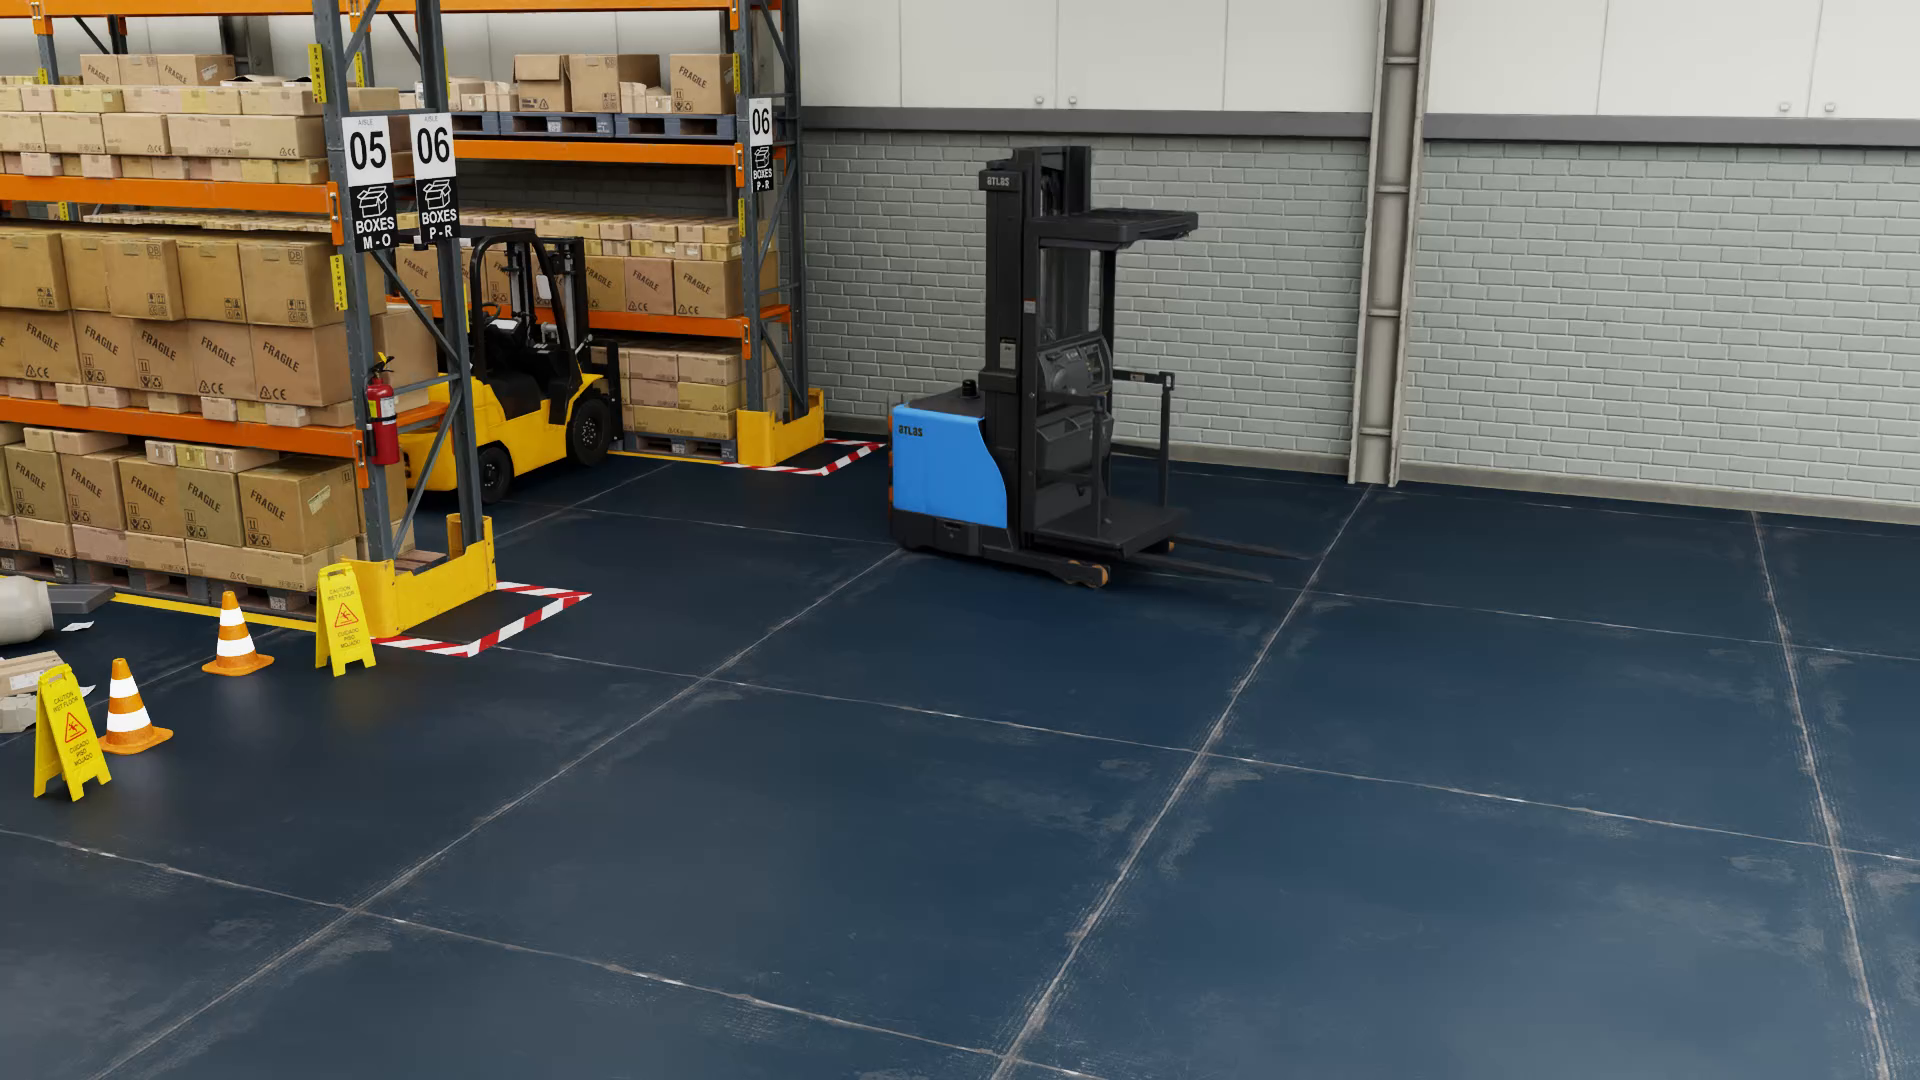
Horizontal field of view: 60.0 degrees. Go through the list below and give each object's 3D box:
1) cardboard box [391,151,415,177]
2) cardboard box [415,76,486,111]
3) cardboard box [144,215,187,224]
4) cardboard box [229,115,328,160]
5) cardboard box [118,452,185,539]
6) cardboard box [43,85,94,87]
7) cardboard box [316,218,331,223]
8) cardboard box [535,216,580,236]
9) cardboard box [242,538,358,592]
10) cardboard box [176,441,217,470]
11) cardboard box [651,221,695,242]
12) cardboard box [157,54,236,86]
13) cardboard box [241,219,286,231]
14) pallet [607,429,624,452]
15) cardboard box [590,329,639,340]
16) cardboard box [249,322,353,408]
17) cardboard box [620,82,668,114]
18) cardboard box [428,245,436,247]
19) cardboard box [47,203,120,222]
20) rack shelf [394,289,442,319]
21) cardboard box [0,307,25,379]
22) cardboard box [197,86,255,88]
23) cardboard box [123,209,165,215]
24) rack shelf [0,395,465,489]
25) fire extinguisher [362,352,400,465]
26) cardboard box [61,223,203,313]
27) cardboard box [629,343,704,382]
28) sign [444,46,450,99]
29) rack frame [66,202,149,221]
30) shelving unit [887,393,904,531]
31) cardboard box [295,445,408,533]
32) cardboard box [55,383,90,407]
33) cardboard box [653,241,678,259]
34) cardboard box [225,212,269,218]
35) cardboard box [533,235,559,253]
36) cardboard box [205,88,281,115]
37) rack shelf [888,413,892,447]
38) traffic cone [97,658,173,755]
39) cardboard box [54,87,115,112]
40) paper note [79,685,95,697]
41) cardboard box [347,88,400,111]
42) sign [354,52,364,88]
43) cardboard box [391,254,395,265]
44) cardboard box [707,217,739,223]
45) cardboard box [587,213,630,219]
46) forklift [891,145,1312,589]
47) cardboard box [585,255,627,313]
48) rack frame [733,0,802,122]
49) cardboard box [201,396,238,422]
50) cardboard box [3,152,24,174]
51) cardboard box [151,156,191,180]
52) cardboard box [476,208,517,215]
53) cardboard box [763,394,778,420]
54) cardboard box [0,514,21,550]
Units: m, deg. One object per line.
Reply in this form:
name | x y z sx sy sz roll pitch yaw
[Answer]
cardboard box | -3.683 -2.412 10.671 0.250 0.149 0.380 6 17 21
cardboard box | -4.712 -4.170 15.503 0.500 0.311 0.500 7 17 22
cardboard box | -8.184 -3.260 17.180 0.250 0.149 0.380 6 17 21
cardboard box | -4.068 -2.467 10.148 0.500 0.250 0.500 6 17 20
cardboard box | -5.288 -0.335 11.281 0.500 0.500 0.500 6 17 19
cardboard box | -6.071 -3.061 11.476 0.250 0.149 0.380 7 18 22
cardboard box | -6.353 -3.209 17.005 0.250 0.149 0.380 6 17 20
cardboard box | -3.743 -2.931 15.514 0.250 0.149 0.380 6 17 21
cardboard box | -4.367 0.130 11.024 0.500 0.250 0.500 6 17 20
cardboard box | -4.933 -0.587 10.987 0.250 0.149 0.380 7 17 22
cardboard box | -2.580 -2.783 15.002 0.250 0.149 0.380 7 17 22
cardboard box | -7.586 -4.576 16.565 0.500 0.500 0.500 7 17 22
cardboard box | -6.996 -3.130 16.733 0.250 0.149 0.380 6 17 21
pallet | -3.534 -1.115 16.135 1.213 0.211 1.003 6 17 21
cardboard box | -3.455 -1.879 16.152 0.500 0.250 0.500 6 17 20
cardboard box | -4.100 -1.148 10.536 0.500 0.500 0.500 6 17 20
cardboard box | -2.794 -3.919 14.721 0.258 0.266 0.396 6 17 21
cardboard box | -4.955 -2.903 15.950 0.250 0.149 0.380 7 17 22
cardboard box | -9.539 -3.422 18.150 0.500 0.500 0.500 7 18 23
rack shelf | -7.257 -2.530 17.297 4.000 0.370 1.077 6 17 21
cardboard box | -6.432 -1.411 11.441 0.500 0.500 0.500 6 17 20
cardboard box | -4.884 -2.922 11.000 0.250 0.149 0.380 7 18 22
cardboard box | -8.741 -3.458 17.863 0.250 0.149 0.380 7 18 22
rack shelf | -5.354 -0.833 11.452 4.000 0.370 1.077 6 17 21
fire extinguisher | -3.556 -0.805 10.206 0.183 0.674 0.296 6 17 21
cardboard box | -5.442 -1.806 11.010 0.500 0.500 0.700 6 17 20
cardboard box | -2.696 -1.640 15.326 0.500 0.250 0.500 7 17 22
sign | -3.295 -2.975 10.591 0.005 0.325 0.100 6 17 21
rack frame | -9.118 -3.080 17.901 0.127 3.000 1.000 6 17 21
shelving unit | -0.393 -0.582 12.795 0.252 1.050 0.215 11 19 33
cardboard box | -4.165 -0.371 11.406 0.500 0.500 0.500 6 17 19
cardboard box | -5.853 -1.013 11.235 0.250 0.149 0.380 6 17 21
cardboard box | -2.569 -2.644 15.060 0.250 0.149 0.380 7 17 22
cardboard box | -7.507 -3.360 17.526 0.250 0.149 0.380 6 17 20
cardboard box | -3.766 -2.766 15.478 0.250 0.149 0.380 6 17 19
cardboard box | -4.386 -2.692 10.206 0.250 0.149 0.380 6 17 20
rack shelf | -0.393 -0.844 12.719 0.240 0.259 0.215 11 19 33
traffic cone | -4.458 0.858 8.888 0.334 0.463 0.336 6 17 21
cardboard box | -5.565 -2.831 10.685 0.250 0.149 0.380 7 17 22
paper note | -5.103 0.872 9.616 0.142 0.019 0.148 0 16 1
cardboard box | -3.749 -2.766 10.460 0.250 0.149 0.380 6 17 20
sign | -5.587 -4.369 15.470 0.005 0.325 0.100 6 17 21
cardboard box | -5.947 -2.822 16.388 0.500 0.250 0.500 6 17 19
cardboard box | -2.134 -2.897 15.395 0.250 0.149 0.380 7 18 23
cardboard box | -3.338 -3.019 15.816 0.250 0.149 0.380 6 17 21
forklift | 0.990 -1.236 11.676 3.031 2.935 1.130 11 19 33
cardboard box | -3.186 -2.399 15.379 0.500 0.500 0.500 6 17 20
rack frame | -1.676 -5.142 14.246 0.127 3.000 1.000 6 17 21
cardboard box | -4.678 -0.883 10.786 0.250 0.149 0.380 7 17 22
cardboard box | -6.058 -2.503 10.985 0.250 0.149 0.380 6 17 19
cardboard box | -4.867 -2.367 10.516 0.250 0.149 0.380 6 17 20
cardboard box | -4.520 -3.158 16.297 0.250 0.149 0.380 6 17 20
cardboard box | -2.061 -1.243 15.755 0.500 0.250 0.500 6 17 21
cardboard box | -6.765 -0.134 11.932 0.500 0.250 0.500 5 17 18
